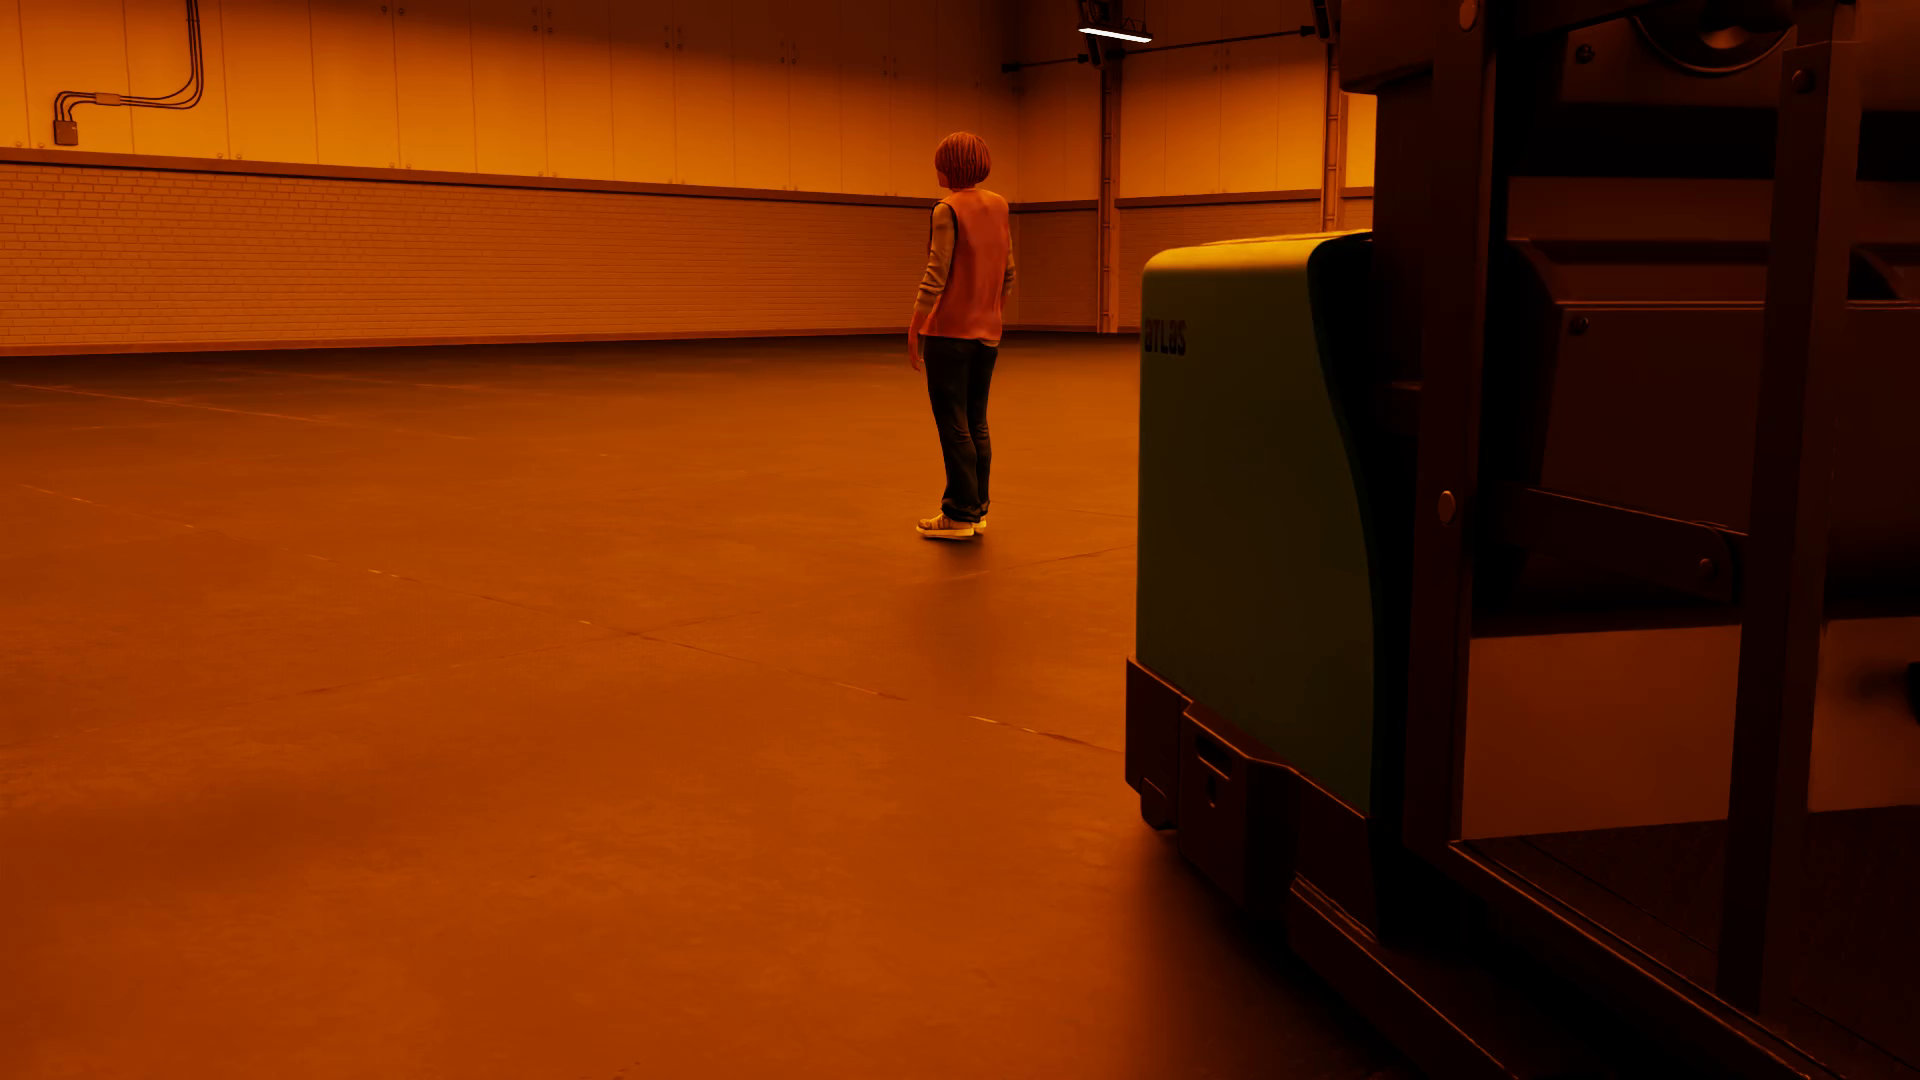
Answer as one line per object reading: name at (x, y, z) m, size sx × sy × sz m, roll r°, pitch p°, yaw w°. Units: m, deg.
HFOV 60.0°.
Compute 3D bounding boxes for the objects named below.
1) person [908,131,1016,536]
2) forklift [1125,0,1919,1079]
person at (-0.043, -0.806, 6.658) m, size 0.476 × 1.597 × 0.520 m, roll 8°, pitch 12°, yaw 43°
forklift at (1.141, -0.728, 1.706) m, size 1.130 × 2.935 × 3.031 m, roll -2°, pitch 9°, yaw -13°
